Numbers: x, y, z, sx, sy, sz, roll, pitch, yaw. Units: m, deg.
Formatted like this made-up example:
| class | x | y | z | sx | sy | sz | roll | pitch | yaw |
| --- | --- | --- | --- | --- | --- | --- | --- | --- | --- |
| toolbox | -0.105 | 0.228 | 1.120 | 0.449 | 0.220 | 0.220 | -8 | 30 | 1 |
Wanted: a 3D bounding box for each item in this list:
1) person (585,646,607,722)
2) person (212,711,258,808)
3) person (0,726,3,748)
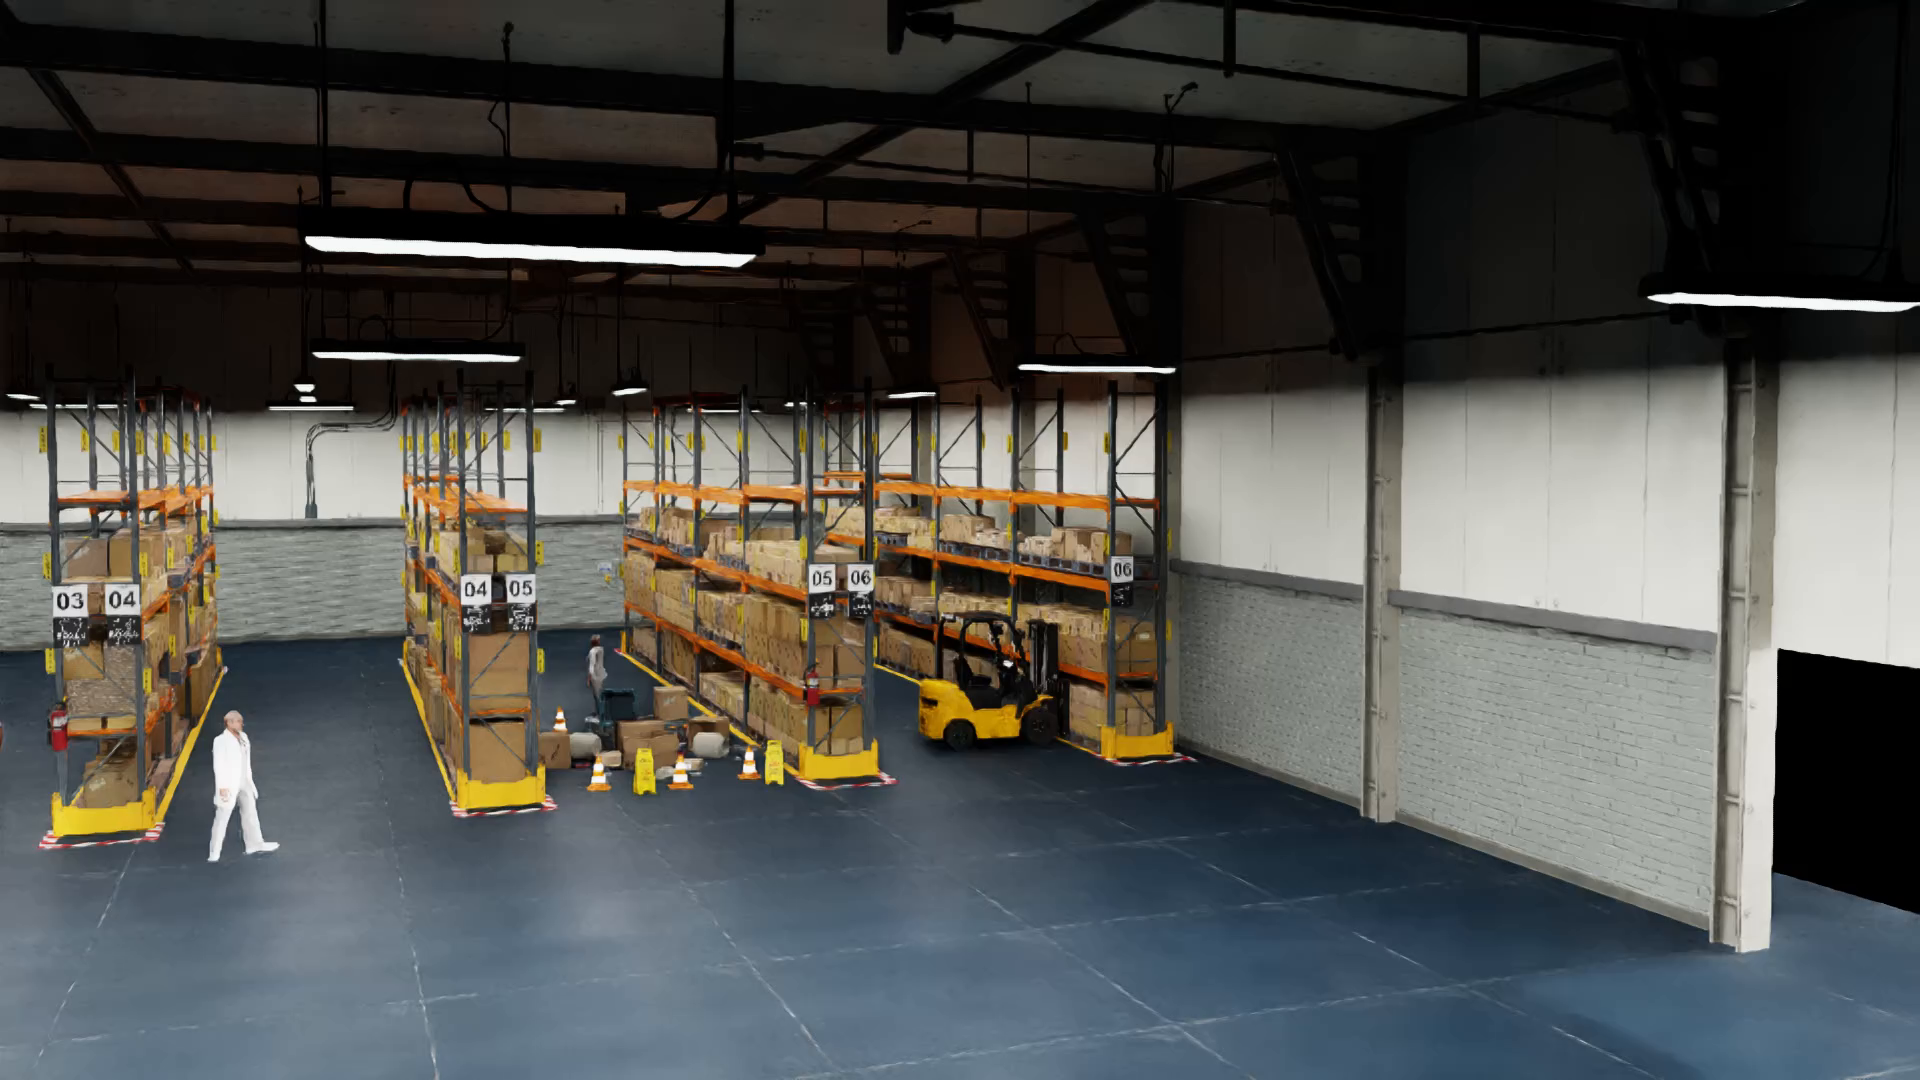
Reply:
| class | x | y | z | sx | sy | sz | roll | pitch | yaw |
| --- | --- | --- | --- | --- | --- | --- | --- | --- | --- |
| person | -6.498 | 2.571 | 29.682 | 0.511 | 1.376 | 0.463 | 1 | 3 | 10 |
| person | -8.722 | 2.614 | 19.975 | 0.399 | 1.136 | 0.629 | 1 | 3 | 17 |
| person | -13.266 | 2.819 | 22.257 | 0.636 | 1.649 | 0.578 | -1 | 4 | -23 |
